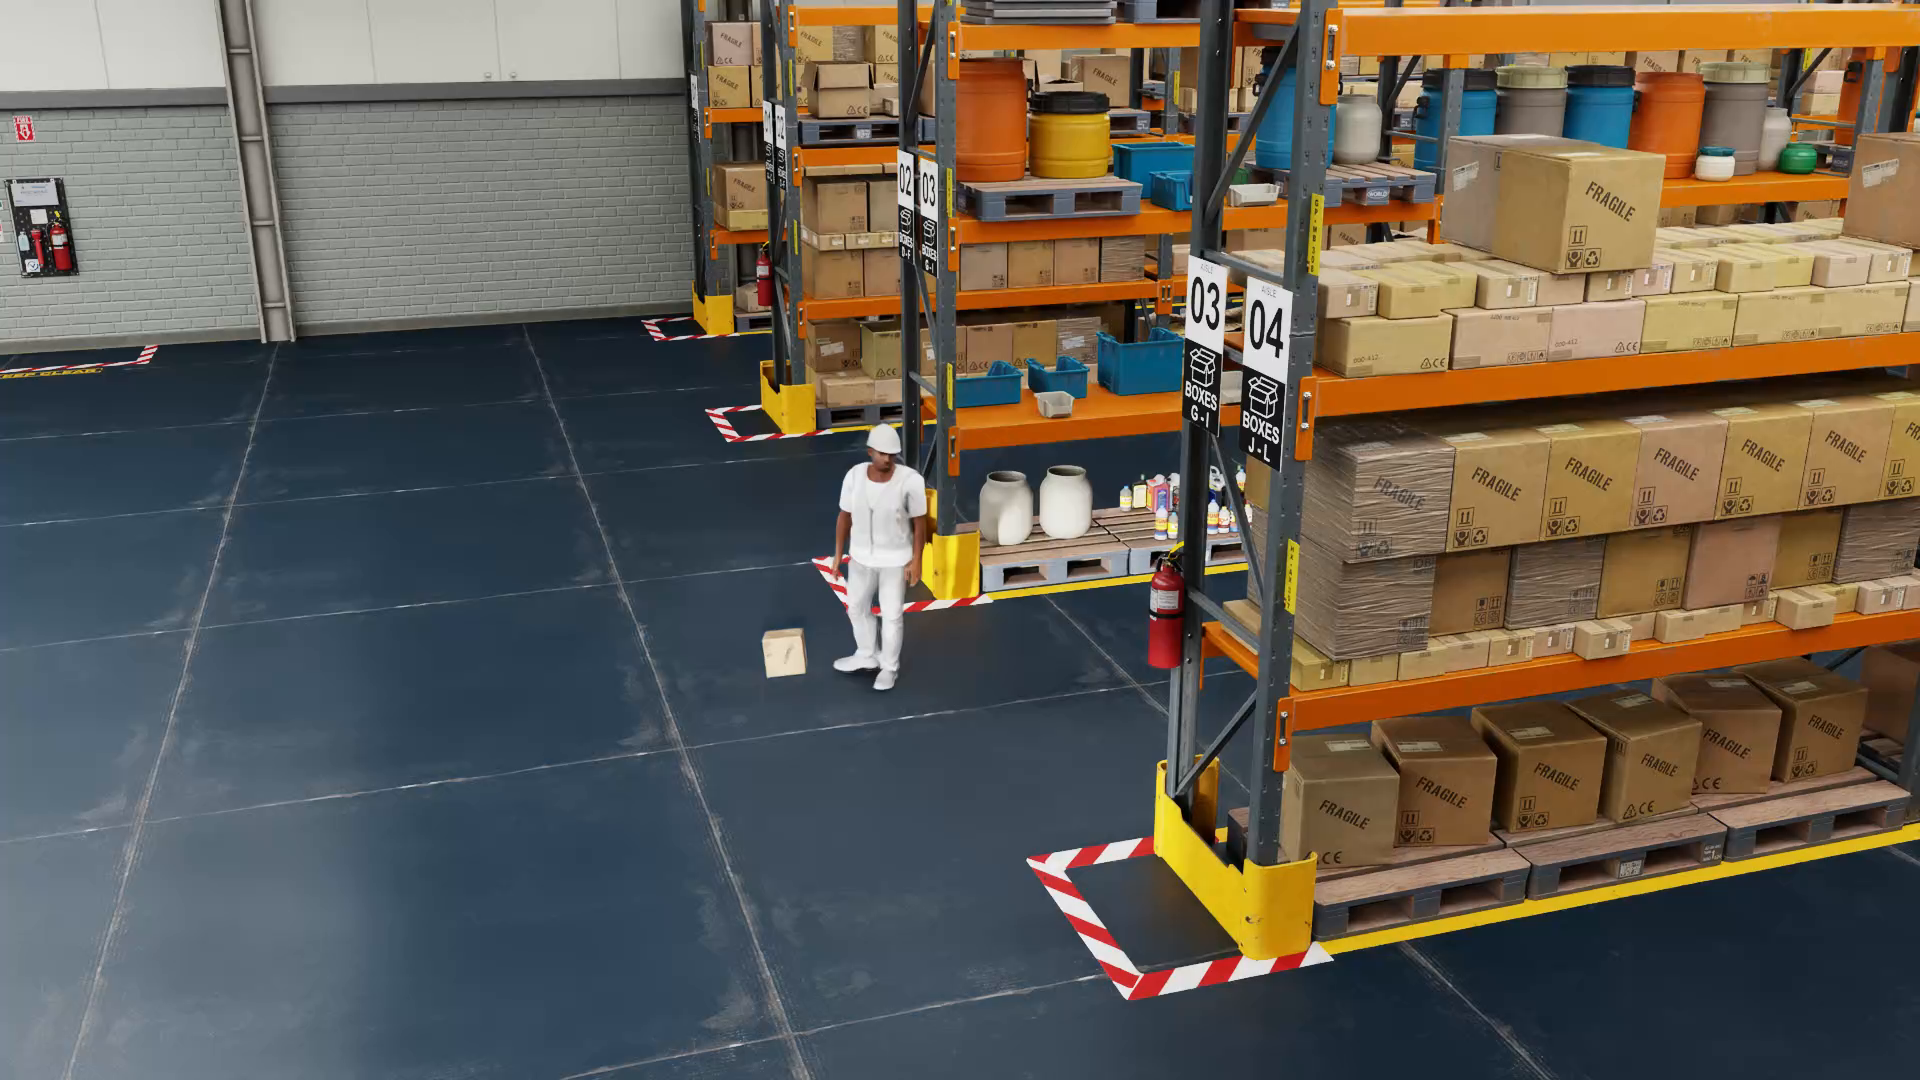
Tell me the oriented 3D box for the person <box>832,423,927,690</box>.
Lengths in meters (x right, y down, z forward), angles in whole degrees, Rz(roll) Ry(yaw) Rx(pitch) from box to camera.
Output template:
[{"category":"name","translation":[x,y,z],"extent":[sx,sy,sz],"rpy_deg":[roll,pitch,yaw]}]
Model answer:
[{"category":"person","translation":[-0.555,0.097,10.694],"extent":[0.703,1.765,0.440],"rpy_deg":[8,20,21]}]
